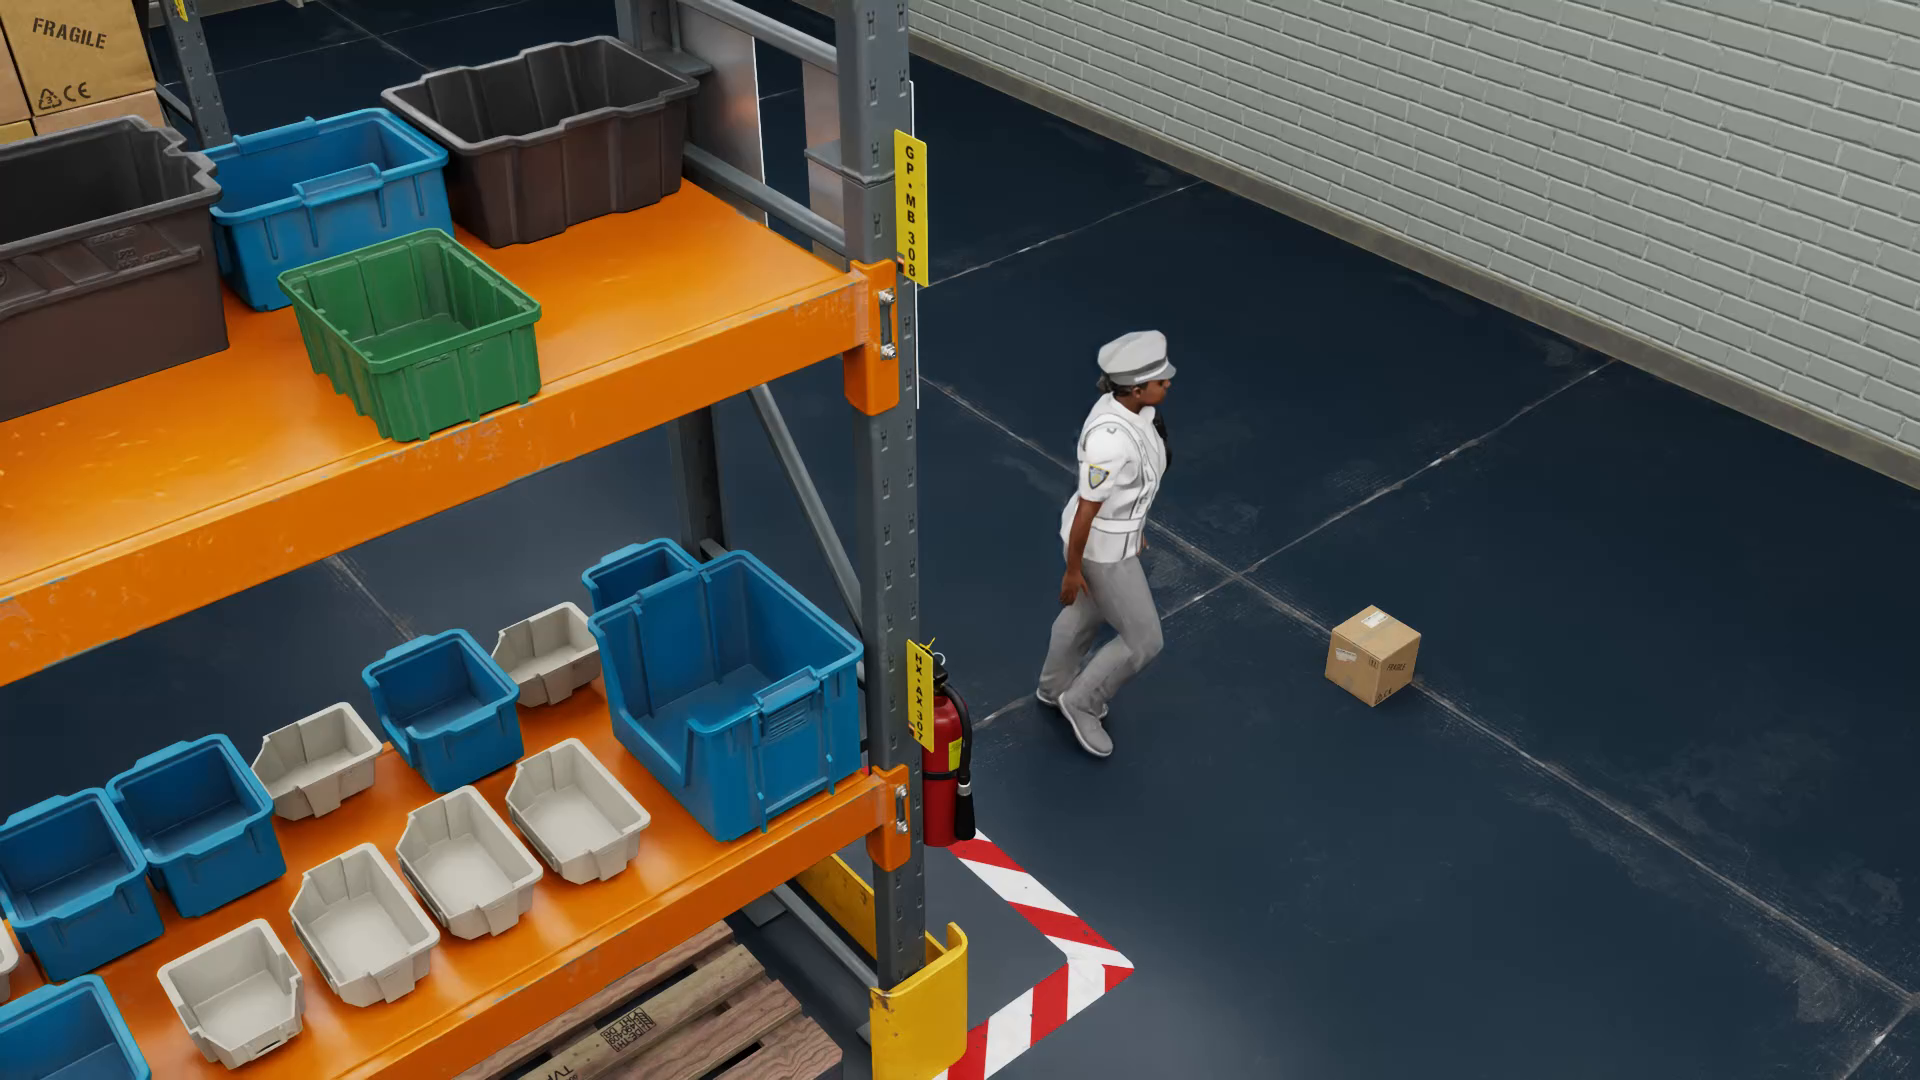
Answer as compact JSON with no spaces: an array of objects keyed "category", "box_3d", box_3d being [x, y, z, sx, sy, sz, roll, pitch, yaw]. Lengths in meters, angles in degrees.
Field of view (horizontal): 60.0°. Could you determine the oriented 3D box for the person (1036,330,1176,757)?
[{"category":"person","box_3d":[0.539,0.013,6.079,0.493,1.673,0.515,7,37,9]}]
